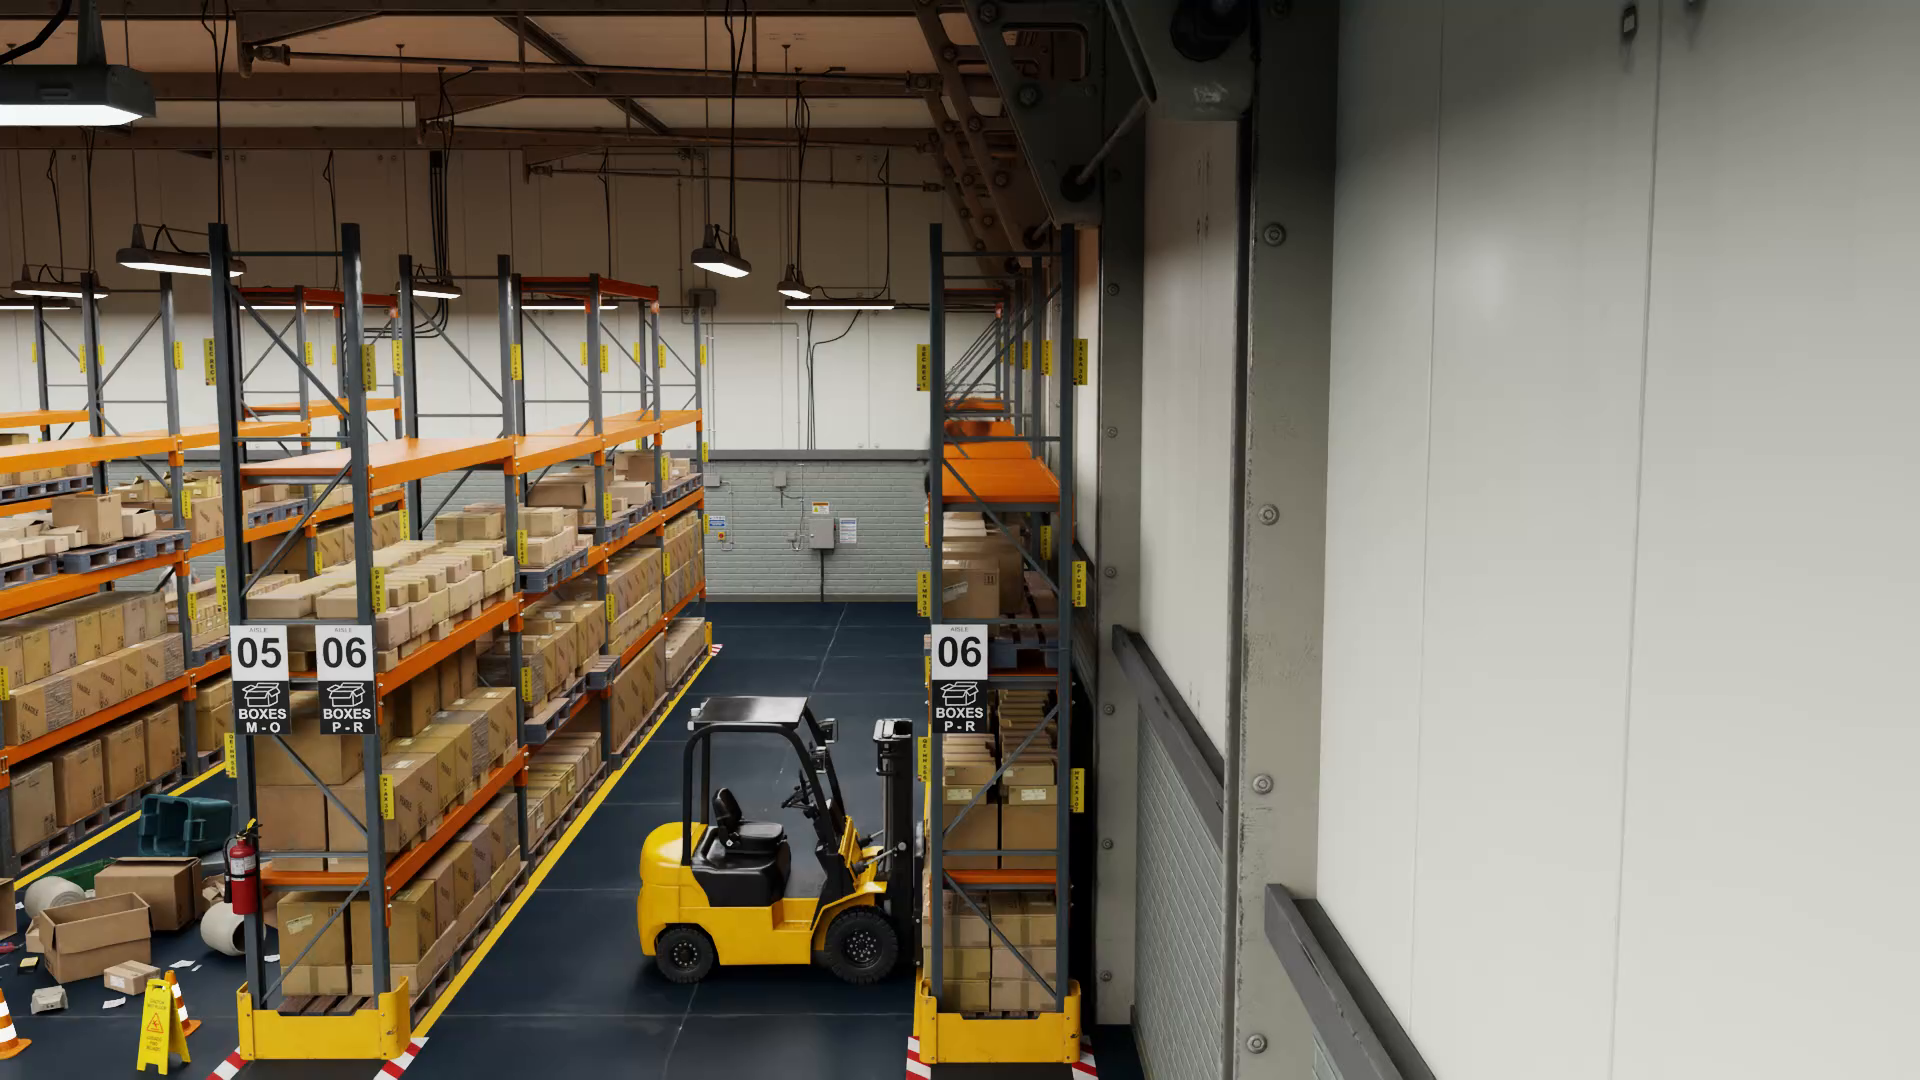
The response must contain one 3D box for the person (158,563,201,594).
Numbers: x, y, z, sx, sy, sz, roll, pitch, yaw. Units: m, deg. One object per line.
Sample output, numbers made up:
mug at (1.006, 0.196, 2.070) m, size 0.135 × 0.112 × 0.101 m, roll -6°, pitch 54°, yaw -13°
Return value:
person at (-13.133, 1.034, 28.172) m, size 0.516 × 1.730 × 0.718 m, roll 5°, pitch 8°, yaw 34°
